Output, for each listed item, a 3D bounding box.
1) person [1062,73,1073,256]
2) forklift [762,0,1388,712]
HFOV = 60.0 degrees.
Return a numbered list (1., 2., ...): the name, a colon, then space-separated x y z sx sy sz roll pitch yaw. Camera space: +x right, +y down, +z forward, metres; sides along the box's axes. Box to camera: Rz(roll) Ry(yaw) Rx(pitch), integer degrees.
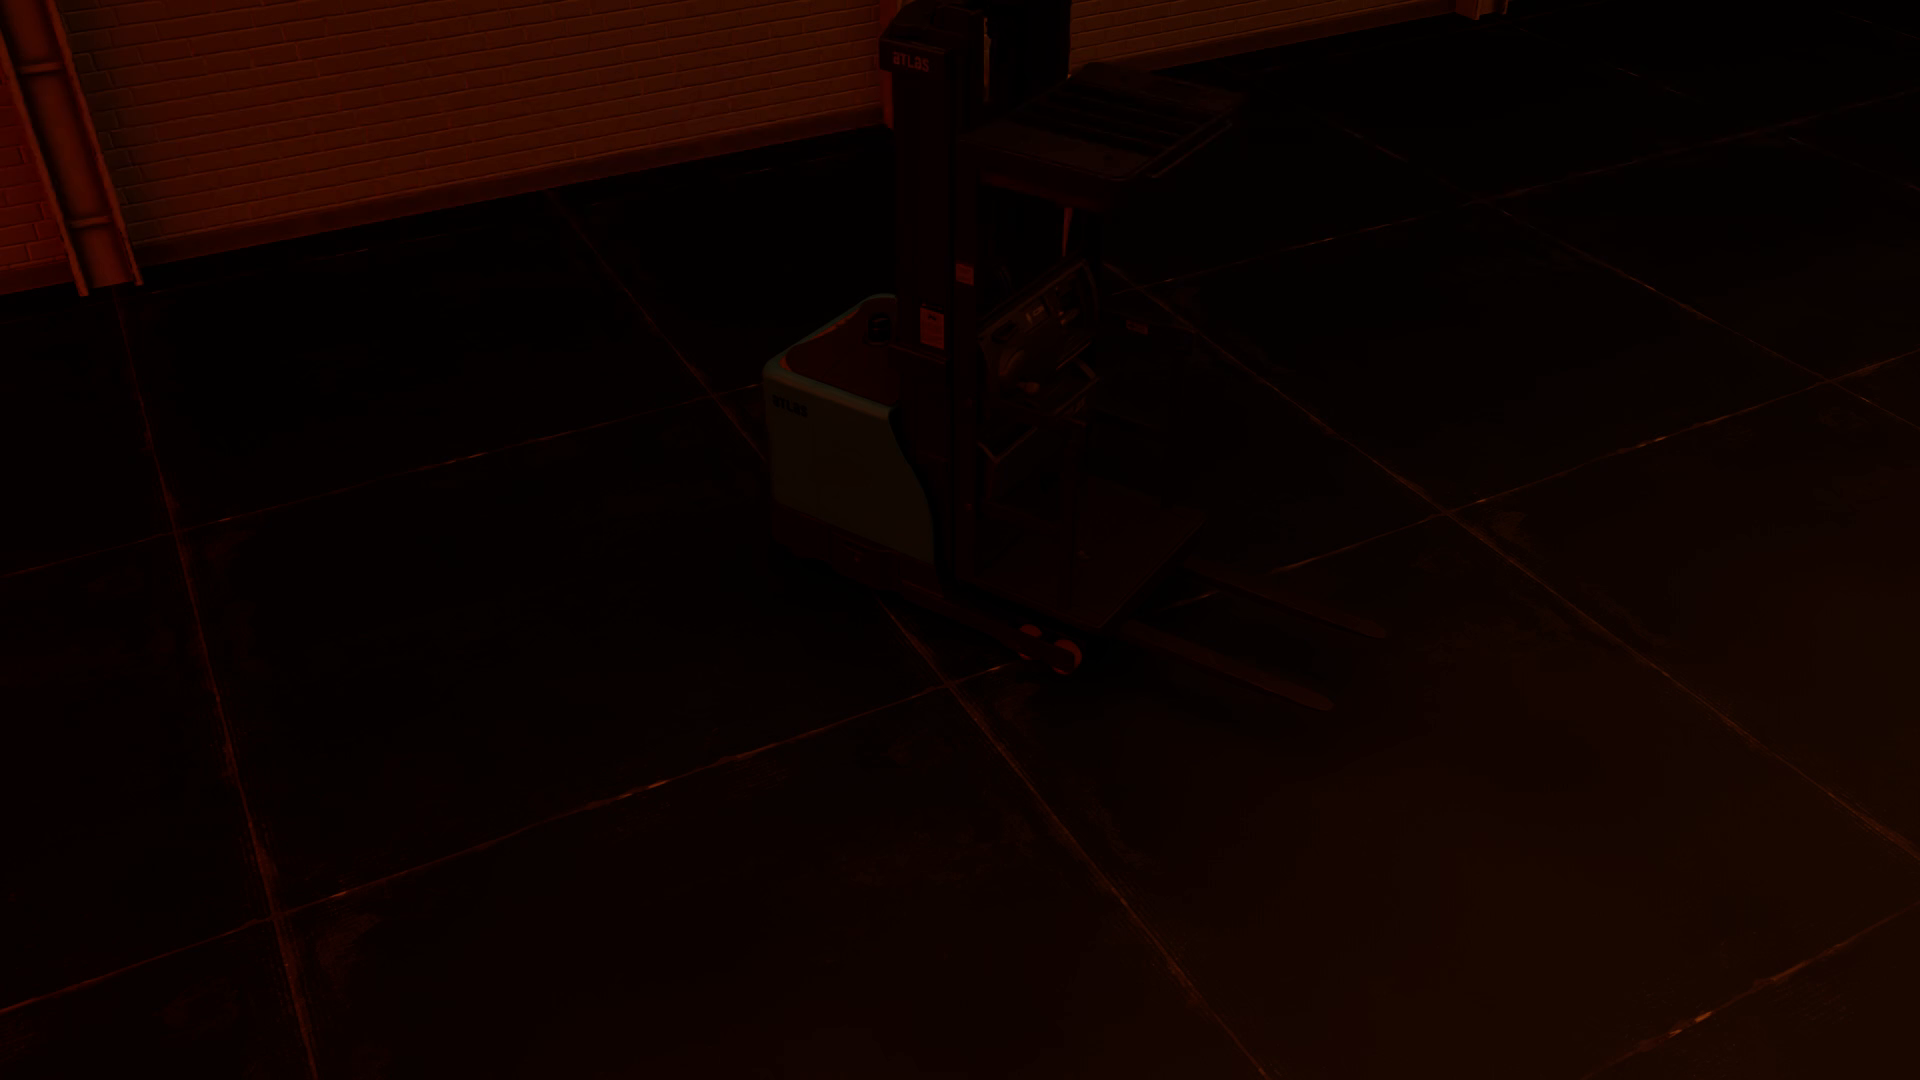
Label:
1. person: 0.588 -2.494 10.810 0.564 1.710 0.497 7 36 10
2. forklift: 0.535 -0.918 7.422 3.031 2.935 1.130 21 40 27
